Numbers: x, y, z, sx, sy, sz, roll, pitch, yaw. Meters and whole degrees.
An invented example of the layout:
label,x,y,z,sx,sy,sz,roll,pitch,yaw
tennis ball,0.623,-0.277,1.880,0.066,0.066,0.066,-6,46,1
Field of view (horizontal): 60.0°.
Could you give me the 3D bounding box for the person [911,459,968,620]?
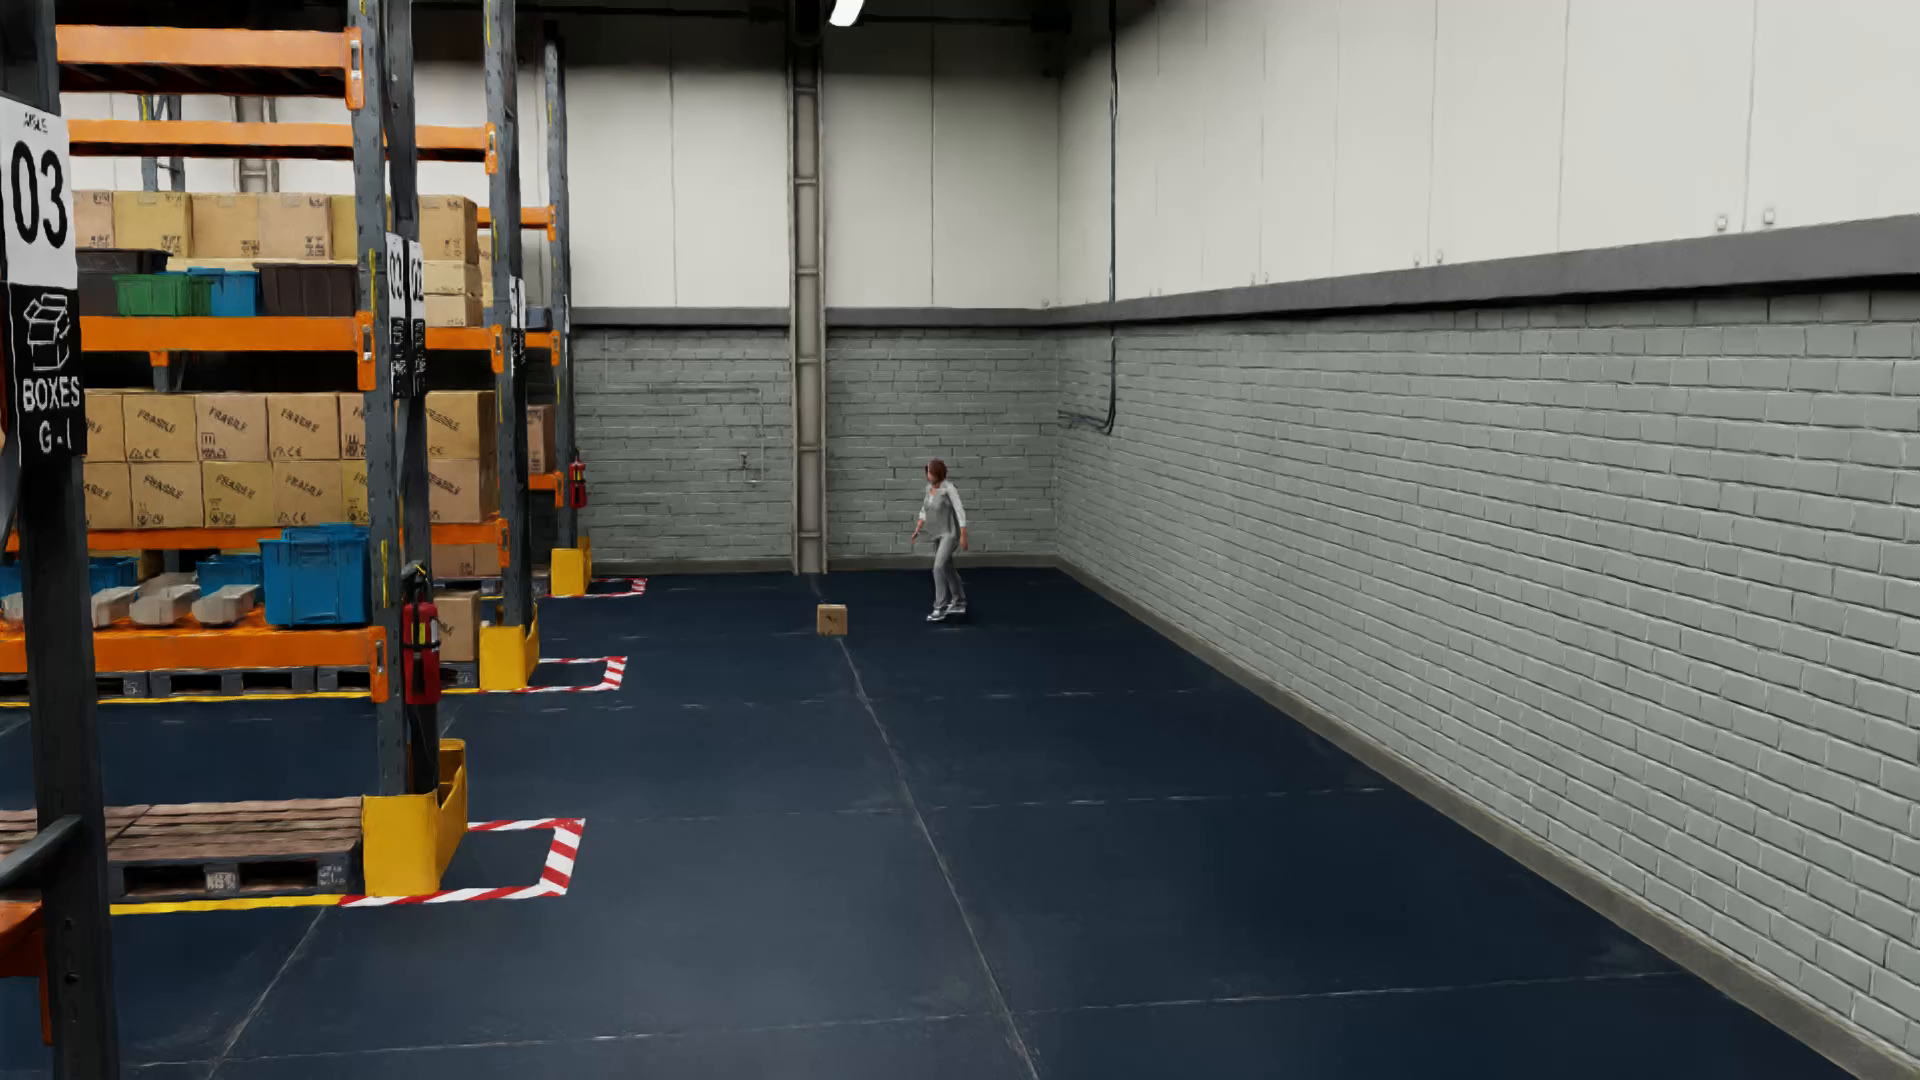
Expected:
label,x,y,z,sx,sy,sz,roll,pitch,yaw
person,-0.164,-0.020,16.246,0.657,1.556,0.522,-5,8,-35
